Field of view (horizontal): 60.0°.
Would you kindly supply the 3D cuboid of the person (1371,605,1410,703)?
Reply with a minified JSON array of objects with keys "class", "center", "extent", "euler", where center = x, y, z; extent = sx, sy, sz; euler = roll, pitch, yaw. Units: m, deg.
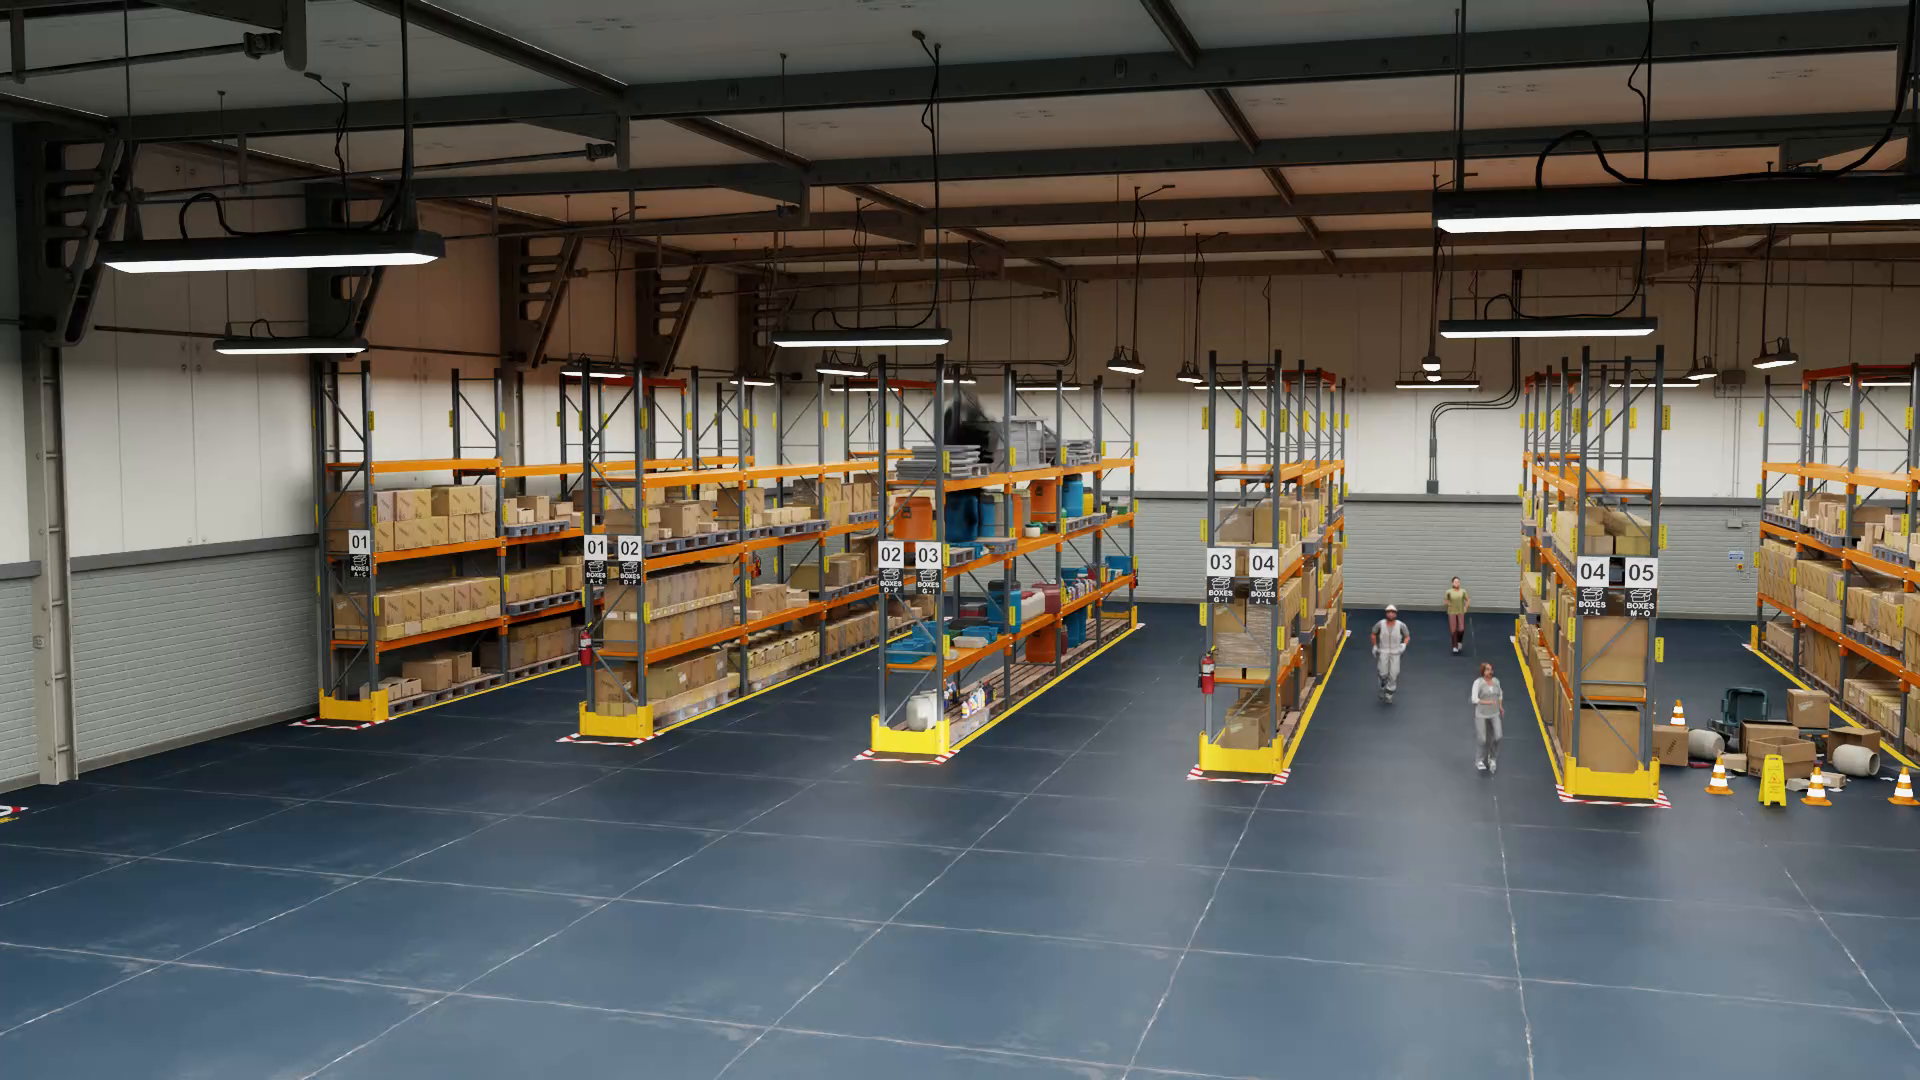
[{"class":"person","center":[7.626,2.023,29.447],"extent":[0.668,1.748,0.583],"euler":[1,4,12]}]

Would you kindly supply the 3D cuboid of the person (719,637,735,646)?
[{"class":"person","center":[-4.781,1.768,34.259],"extent":[0.510,1.584,0.676],"euler":[1,4,9]}]

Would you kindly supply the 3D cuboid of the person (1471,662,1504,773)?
[{"class":"person","center":[7.500,2.514,23.594],"extent":[0.510,1.578,0.644],"euler":[0,4,0]}]

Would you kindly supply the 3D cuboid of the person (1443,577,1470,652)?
[{"class":"person","center":[10.737,1.611,35.953],"extent":[0.571,1.626,0.534],"euler":[1,4,14]}]
